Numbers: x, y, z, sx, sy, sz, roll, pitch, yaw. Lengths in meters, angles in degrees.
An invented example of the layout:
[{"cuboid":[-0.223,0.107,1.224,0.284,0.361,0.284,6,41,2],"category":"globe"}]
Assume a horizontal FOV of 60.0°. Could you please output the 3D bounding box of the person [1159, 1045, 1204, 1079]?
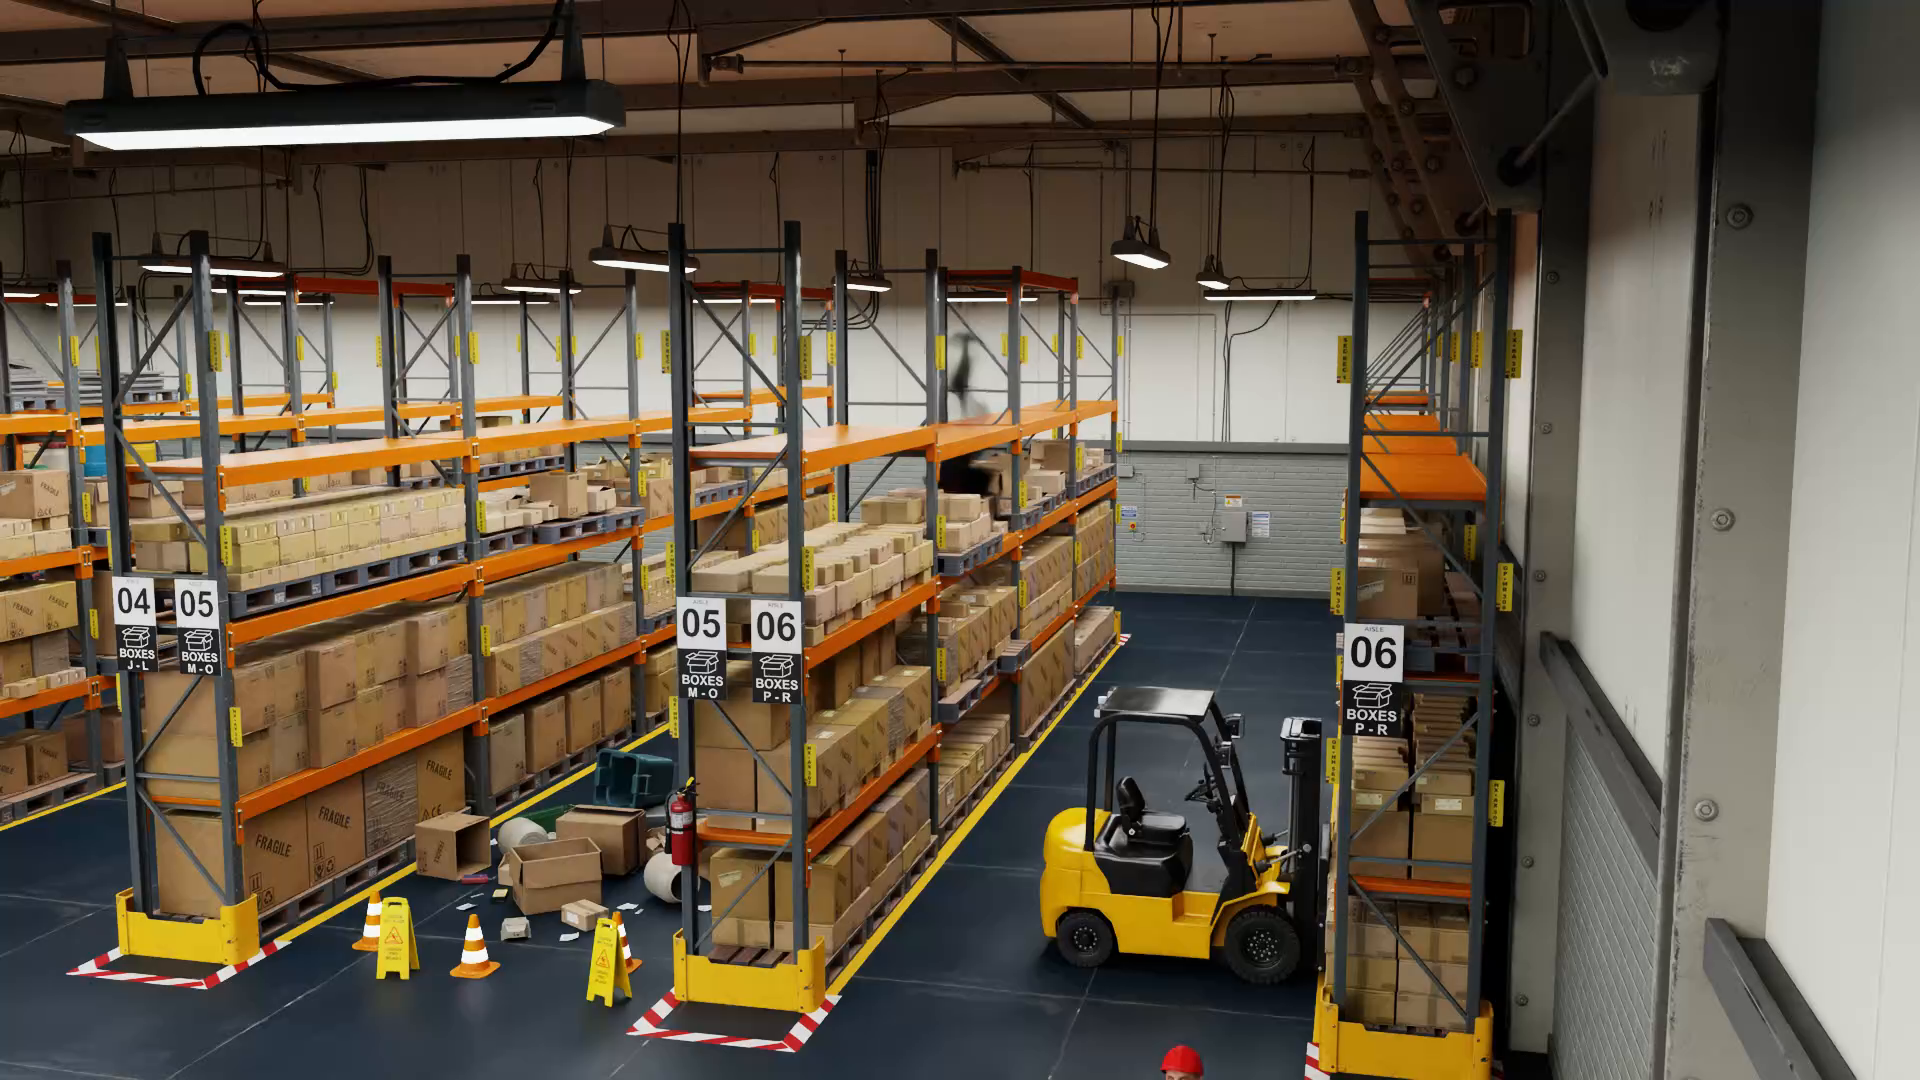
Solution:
[{"cuboid":[1.130,3.299,8.096,0.685,1.733,0.826,2,7,20],"category":"person"}]
